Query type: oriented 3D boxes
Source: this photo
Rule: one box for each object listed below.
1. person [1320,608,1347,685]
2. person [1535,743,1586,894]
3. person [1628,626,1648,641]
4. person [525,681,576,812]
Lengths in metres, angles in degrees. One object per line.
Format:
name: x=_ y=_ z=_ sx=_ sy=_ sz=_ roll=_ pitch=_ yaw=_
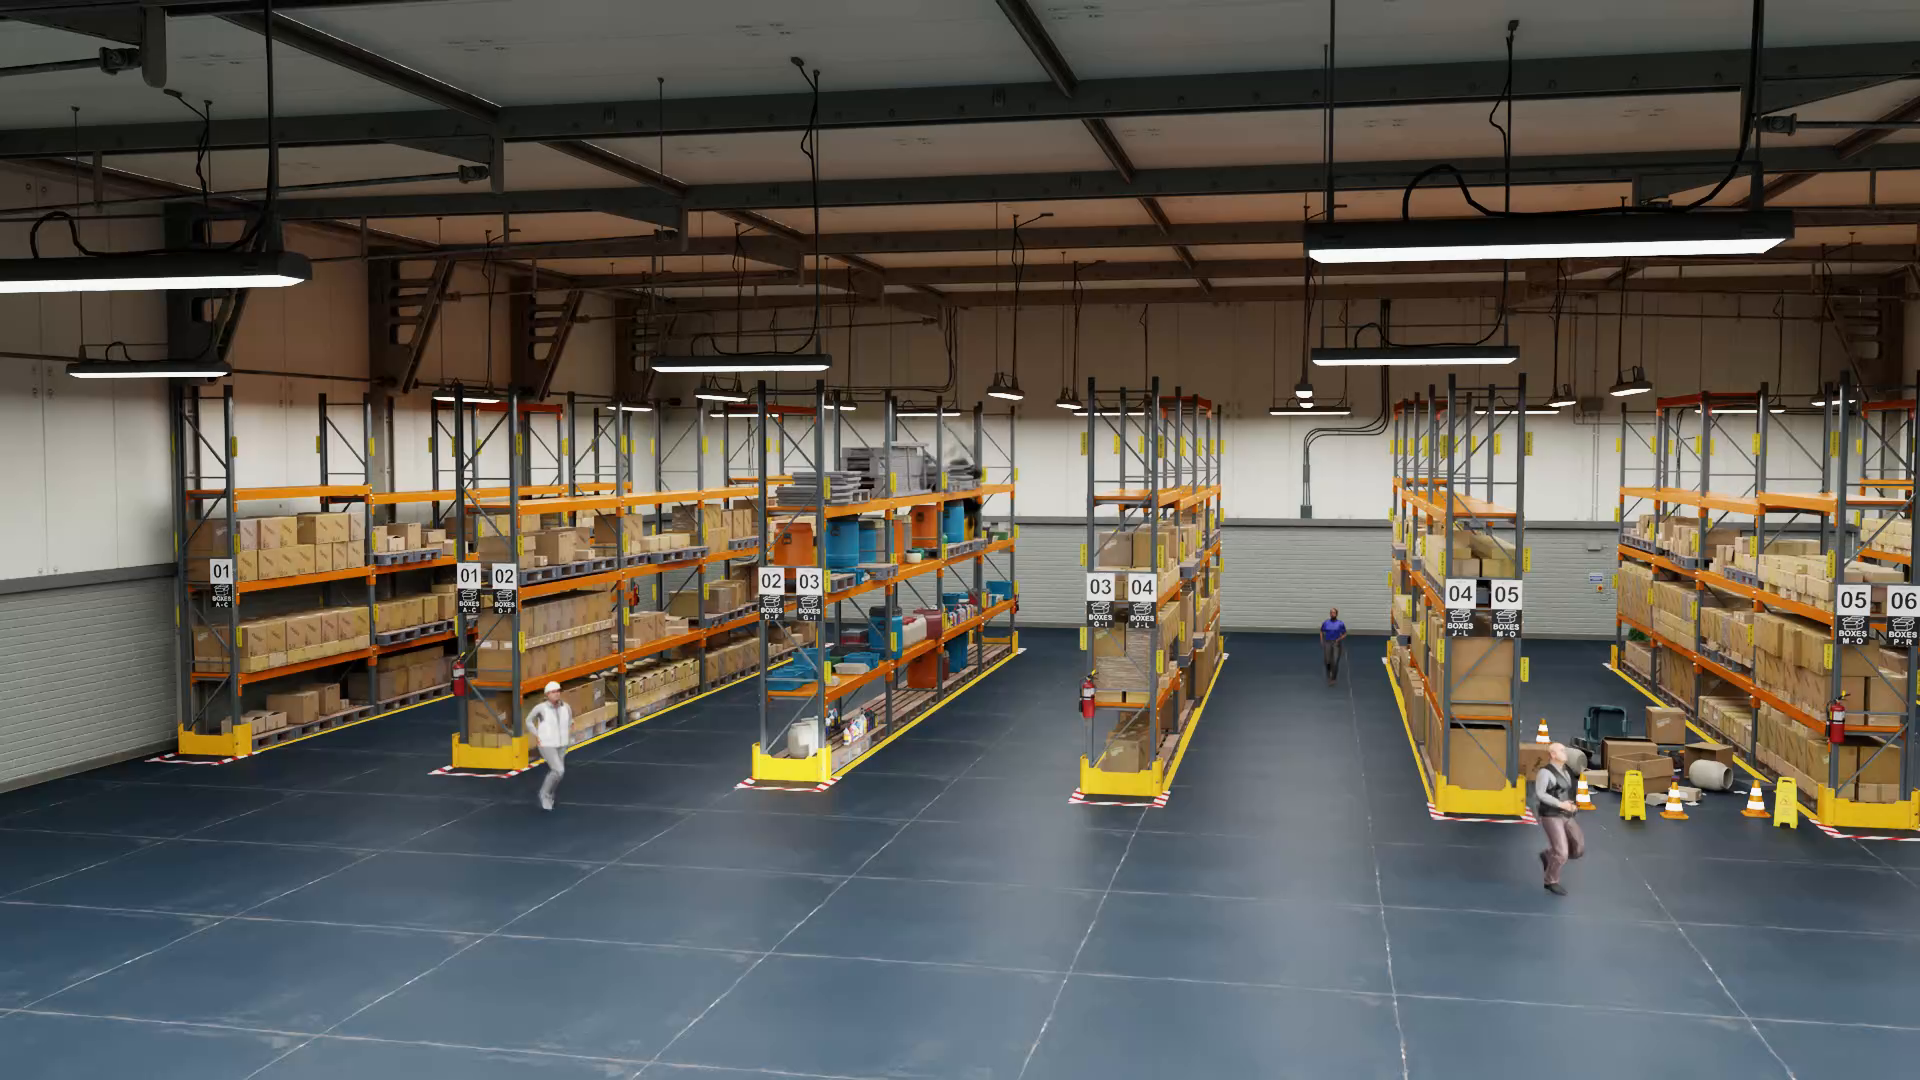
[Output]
person: x=7.854 y=2.245 z=35.051 sx=0.578 sy=1.615 sz=0.555 roll=1 pitch=3 yaw=18
person: x=6.734 y=3.116 z=18.687 sx=0.698 sy=1.686 sz=0.591 roll=-2 pitch=4 yaw=-36
person: x=15.746 y=1.949 z=38.637 sx=0.954 sy=1.767 sz=0.684 roll=3 pitch=4 yaw=40
person: x=-5.586 y=2.847 z=22.965 sx=0.709 sy=1.793 sz=0.631 roll=3 pitch=4 yaw=41
